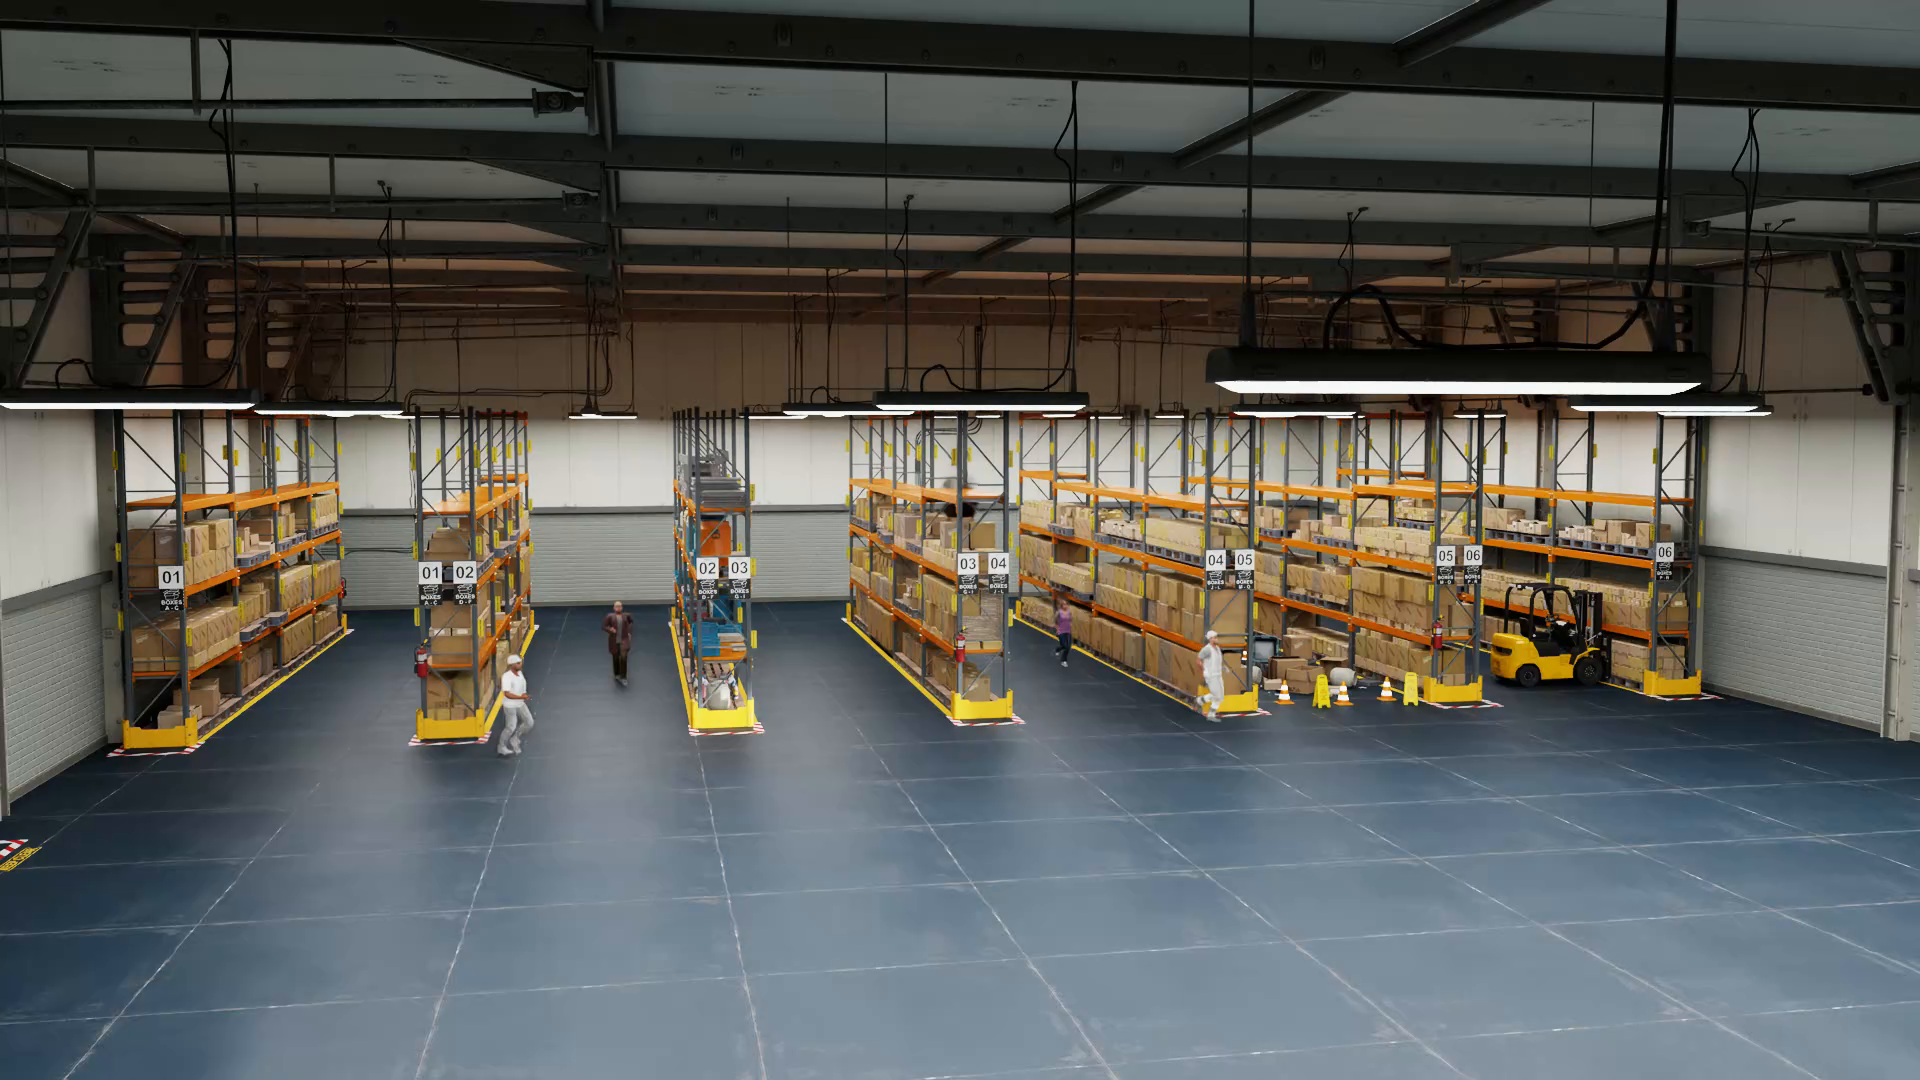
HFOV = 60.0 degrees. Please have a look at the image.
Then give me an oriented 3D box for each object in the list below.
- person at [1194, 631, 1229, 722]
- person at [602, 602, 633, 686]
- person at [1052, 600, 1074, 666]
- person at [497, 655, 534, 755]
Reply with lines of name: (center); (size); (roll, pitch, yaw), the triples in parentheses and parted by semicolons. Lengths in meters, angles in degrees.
person: (4.813, 2.601, 31.800); (0.607, 1.744, 0.658); (4, 5, 41)
person: (-7.483, 2.258, 36.361); (0.684, 1.843, 0.863); (-1, 4, -13)
person: (2.433, 2.223, 39.054); (0.538, 1.468, 0.522); (-1, 4, -20)
person: (-7.580, 2.824, 28.412); (0.756, 1.735, 0.674); (1, 4, 19)
